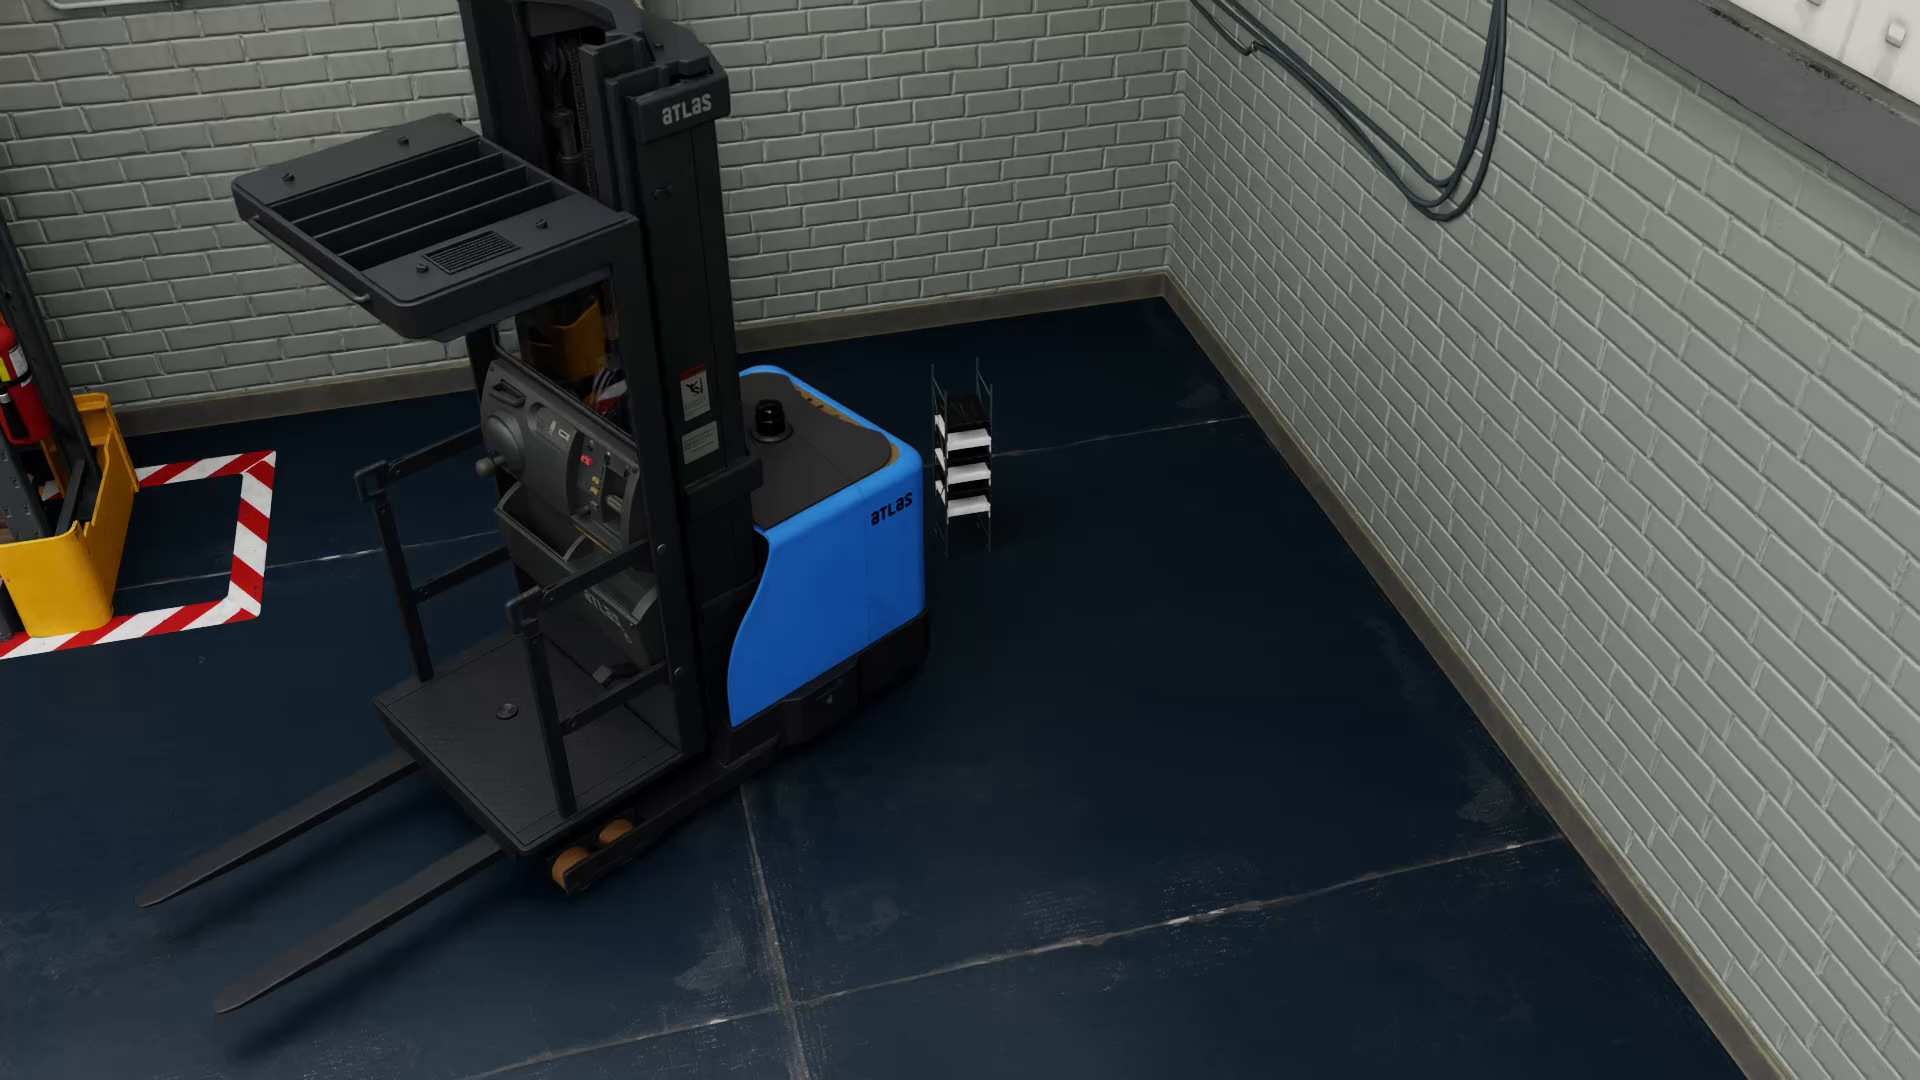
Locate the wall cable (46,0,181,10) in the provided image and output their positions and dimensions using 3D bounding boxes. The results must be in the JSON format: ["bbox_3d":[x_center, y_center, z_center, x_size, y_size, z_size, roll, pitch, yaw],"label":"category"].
[{"bbox_3d":[-3.060,-2.285,7.432,1.851,1.984,0.084,-9,38,-12],"label":"wall cable"}]

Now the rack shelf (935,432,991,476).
[{"bbox_3d":[0.008,-0.404,7.444,0.200,0.077,0.258,-9,38,-12],"label":"rack shelf"}]

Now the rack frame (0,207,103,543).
[{"bbox_3d":[-4.050,-1.124,6.750,0.127,3.000,1.000,-9,38,-12],"label":"rack frame"}]

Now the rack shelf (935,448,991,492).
[{"bbox_3d":[0.008,-0.332,7.499,0.200,0.077,0.258,-9,38,-12],"label":"rack shelf"}]

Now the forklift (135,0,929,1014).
[{"bbox_3d":[-1.541,-0.238,5.649,3.031,2.935,1.130,-30,47,-33],"label":"forklift"}]

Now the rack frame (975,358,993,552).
[{"bbox_3d":[0.106,-0.375,7.499,0.006,0.900,0.240,-9,38,-12],"label":"rack frame"}]

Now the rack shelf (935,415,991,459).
[{"bbox_3d":[0.008,-0.475,7.389,0.200,0.077,0.258,-9,38,-12],"label":"rack shelf"}]

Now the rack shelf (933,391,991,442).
[{"bbox_3d":[0.008,-0.547,7.334,0.200,0.077,0.258,-9,38,-12],"label":"rack shelf"}]

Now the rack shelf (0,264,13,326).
[{"bbox_3d":[-5.980,-0.521,6.555,4.000,0.370,1.077,-9,38,-12],"label":"rack shelf"}]

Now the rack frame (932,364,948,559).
[{"bbox_3d":[-0.090,-0.343,7.457,0.006,0.900,0.240,-9,38,-12],"label":"rack frame"}]

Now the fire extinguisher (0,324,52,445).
[{"bbox_3d":[-3.784,-0.698,6.564,0.183,0.674,0.296,-9,38,-12],"label":"fire extinguisher"}]

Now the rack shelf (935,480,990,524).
[{"bbox_3d":[0.008,-0.189,7.608,0.200,0.077,0.258,-9,38,-12],"label":"rack shelf"}]

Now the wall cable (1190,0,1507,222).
[{"bbox_3d":[1.504,-2.959,6.768,0.112,2.526,3.097,-9,38,-12],"label":"wall cable"}]

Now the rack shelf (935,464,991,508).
[{"bbox_3d":[0.008,-0.261,7.553,0.200,0.077,0.258,-9,38,-12],"label":"rack shelf"}]

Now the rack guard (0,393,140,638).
[{"bbox_3d":[-4.026,-0.135,7.515,0.348,0.500,1.175,-9,38,-12],"label":"rack guard"}]

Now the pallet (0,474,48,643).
[{"bbox_3d":[-4.801,0.156,7.372,1.213,0.211,1.003,-9,38,-12],"label":"pallet"}]

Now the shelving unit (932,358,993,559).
[{"bbox_3d":[0.008,-0.359,7.478,0.210,0.900,0.258,-9,38,-12],"label":"shelving unit"}]

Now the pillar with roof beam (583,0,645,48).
[{"bbox_3d":[-0.546,-1.916,2.849,0.400,9.000,9.100,-9,38,-12],"label":"pillar with roof beam"}]
